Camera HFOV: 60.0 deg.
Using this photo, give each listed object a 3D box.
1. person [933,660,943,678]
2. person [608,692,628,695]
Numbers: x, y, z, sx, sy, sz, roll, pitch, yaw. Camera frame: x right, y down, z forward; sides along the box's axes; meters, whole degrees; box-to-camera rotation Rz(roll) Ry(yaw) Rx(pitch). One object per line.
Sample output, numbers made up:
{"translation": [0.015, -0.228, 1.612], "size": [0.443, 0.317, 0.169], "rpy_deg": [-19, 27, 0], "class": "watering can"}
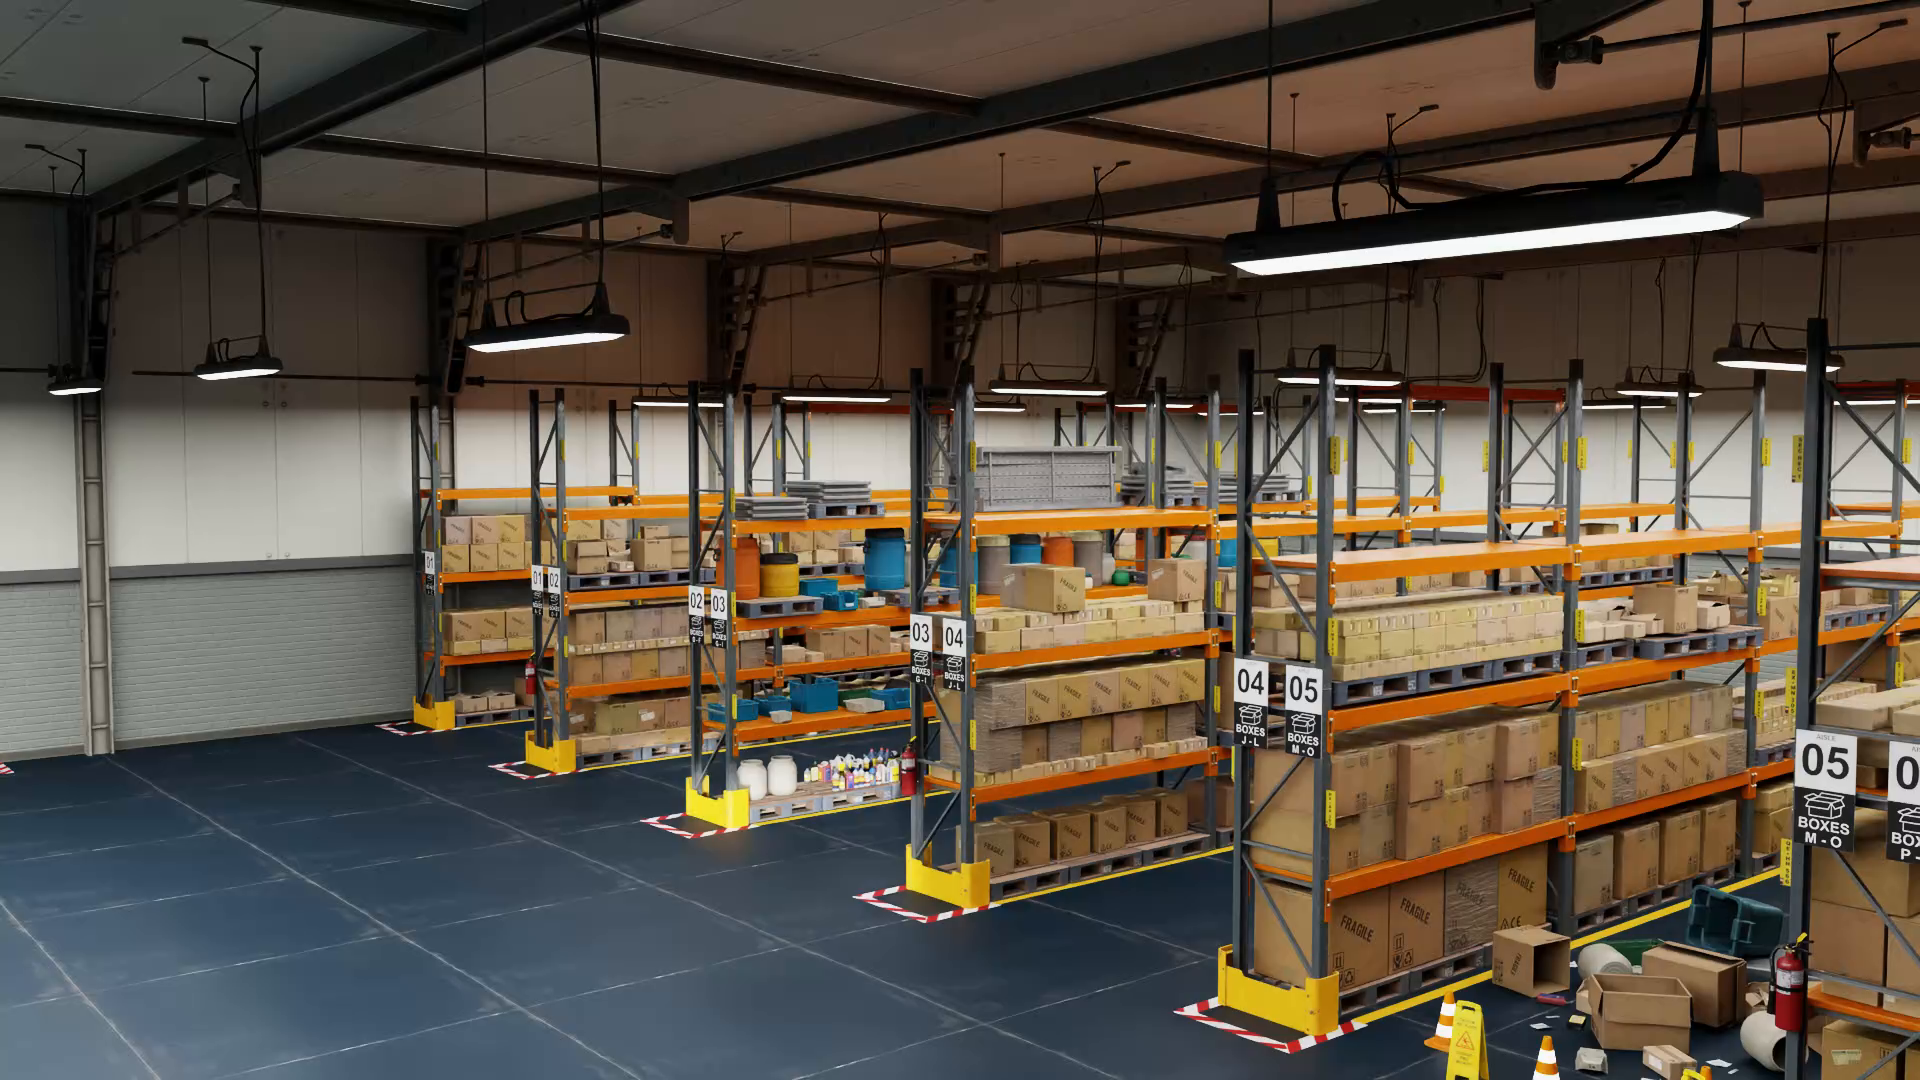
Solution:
{"translation": [-0.391, 2.387, 33.638], "size": [1.014, 1.588, 0.452], "rpy_deg": [-2, 4, -35], "class": "person"}
{"translation": [-5.920, 2.603, 29.016], "size": [0.561, 1.854, 0.547], "rpy_deg": [1, 4, 17], "class": "person"}
